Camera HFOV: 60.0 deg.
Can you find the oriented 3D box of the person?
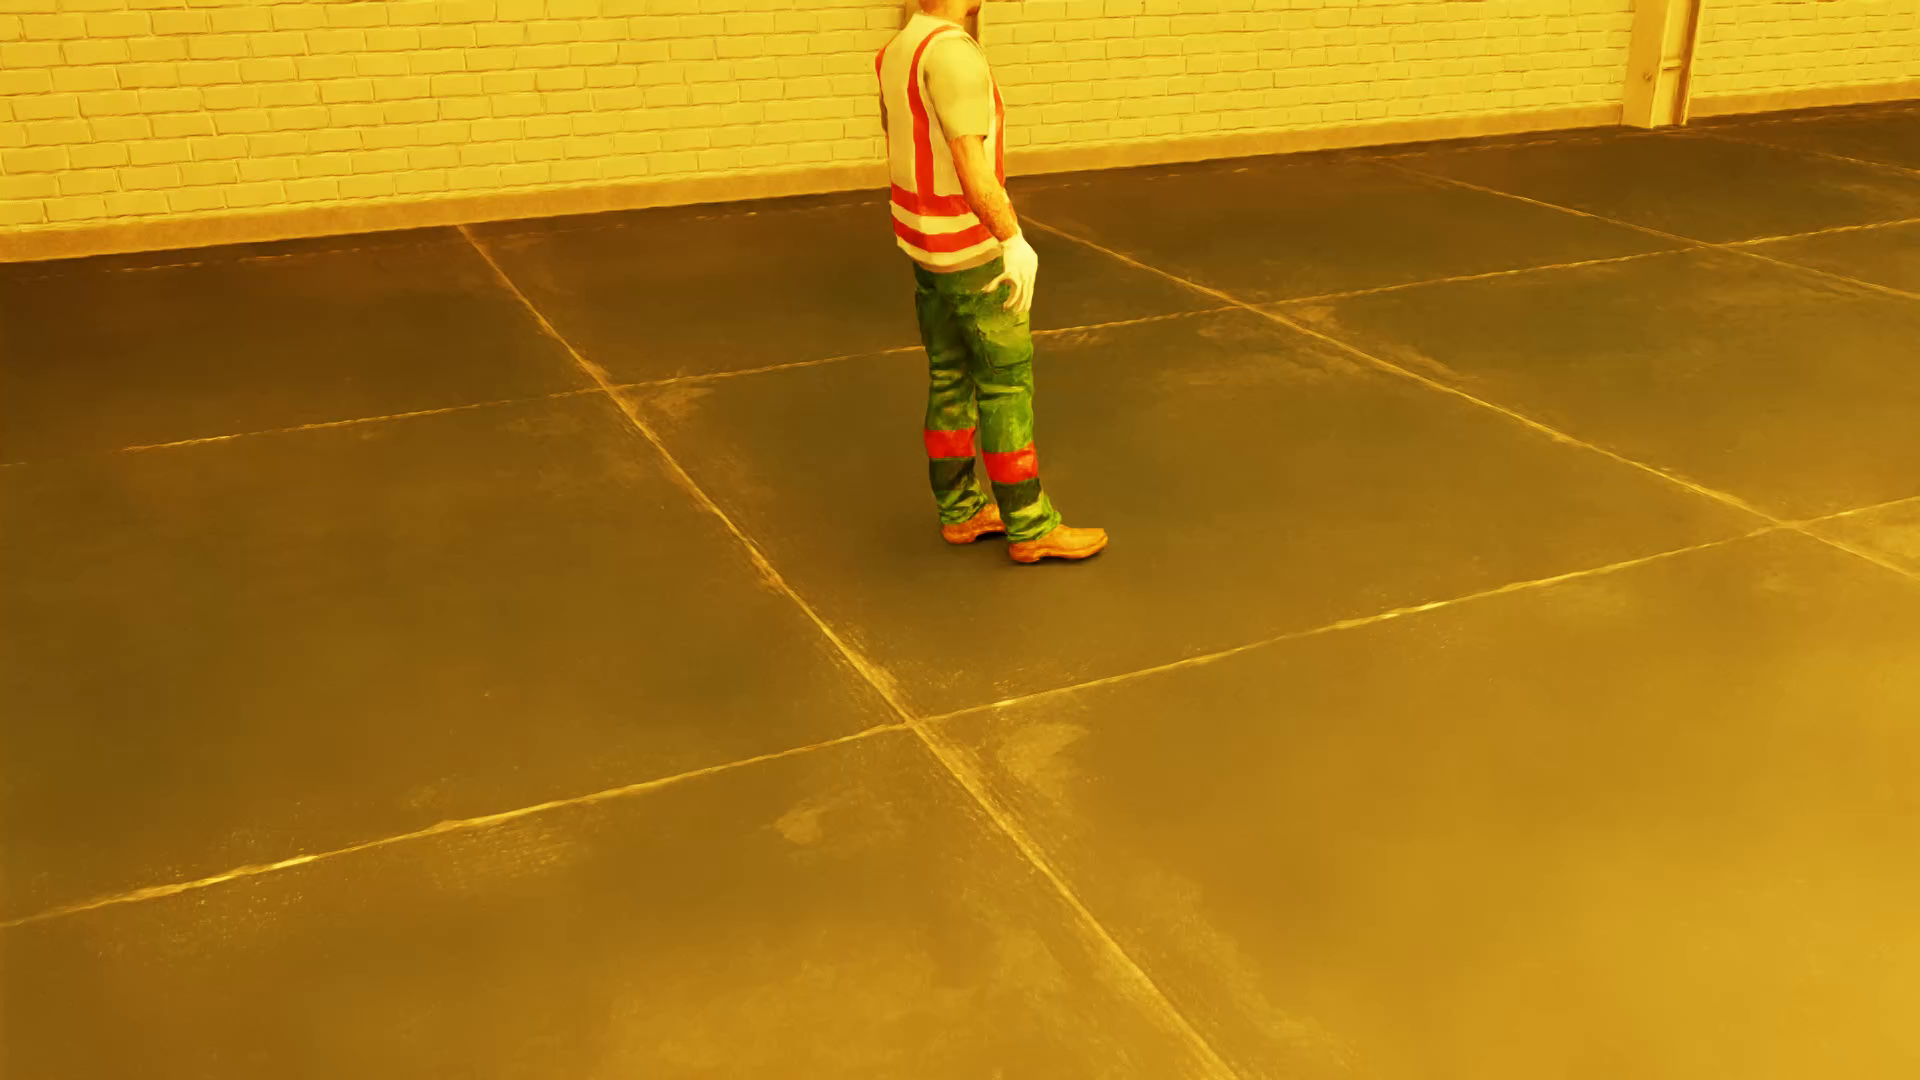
[{"bbox_3d":[0.079,-0.842,4.784,0.559,1.787,0.637,-10,25,-23],"label":"person"}]
